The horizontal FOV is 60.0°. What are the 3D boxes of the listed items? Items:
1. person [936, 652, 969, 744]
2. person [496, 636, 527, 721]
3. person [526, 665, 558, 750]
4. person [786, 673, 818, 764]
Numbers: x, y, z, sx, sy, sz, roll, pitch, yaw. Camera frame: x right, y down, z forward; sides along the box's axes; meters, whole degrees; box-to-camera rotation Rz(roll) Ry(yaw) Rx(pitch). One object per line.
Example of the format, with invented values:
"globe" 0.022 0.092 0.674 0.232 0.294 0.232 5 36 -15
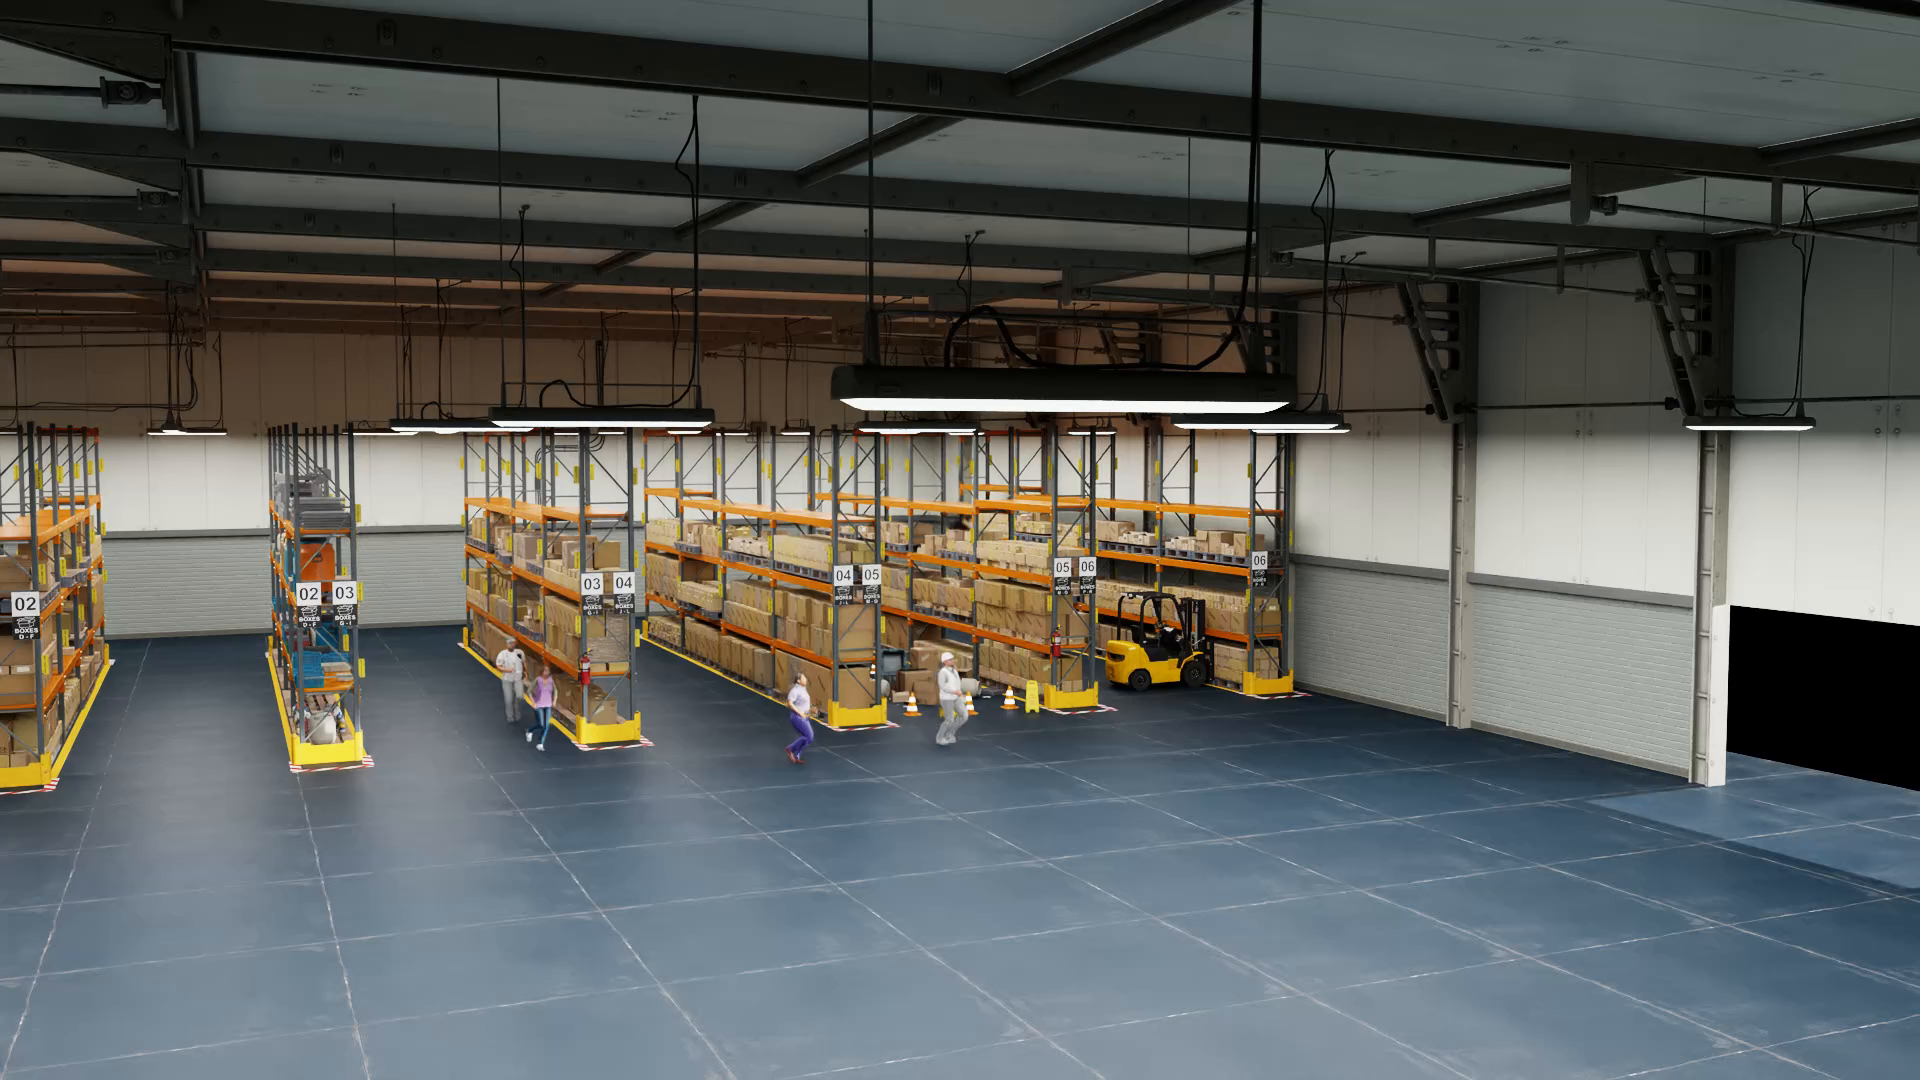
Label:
"person" -0.160 2.951 31.038 0.618 1.735 0.669 2 4 30
"person" -8.993 2.795 33.453 0.640 1.742 0.636 -2 4 -25
"person" -7.718 3.090 30.757 0.559 1.573 0.544 -3 5 -39
"person" -2.781 3.132 29.235 0.536 1.602 0.581 0 3 5
